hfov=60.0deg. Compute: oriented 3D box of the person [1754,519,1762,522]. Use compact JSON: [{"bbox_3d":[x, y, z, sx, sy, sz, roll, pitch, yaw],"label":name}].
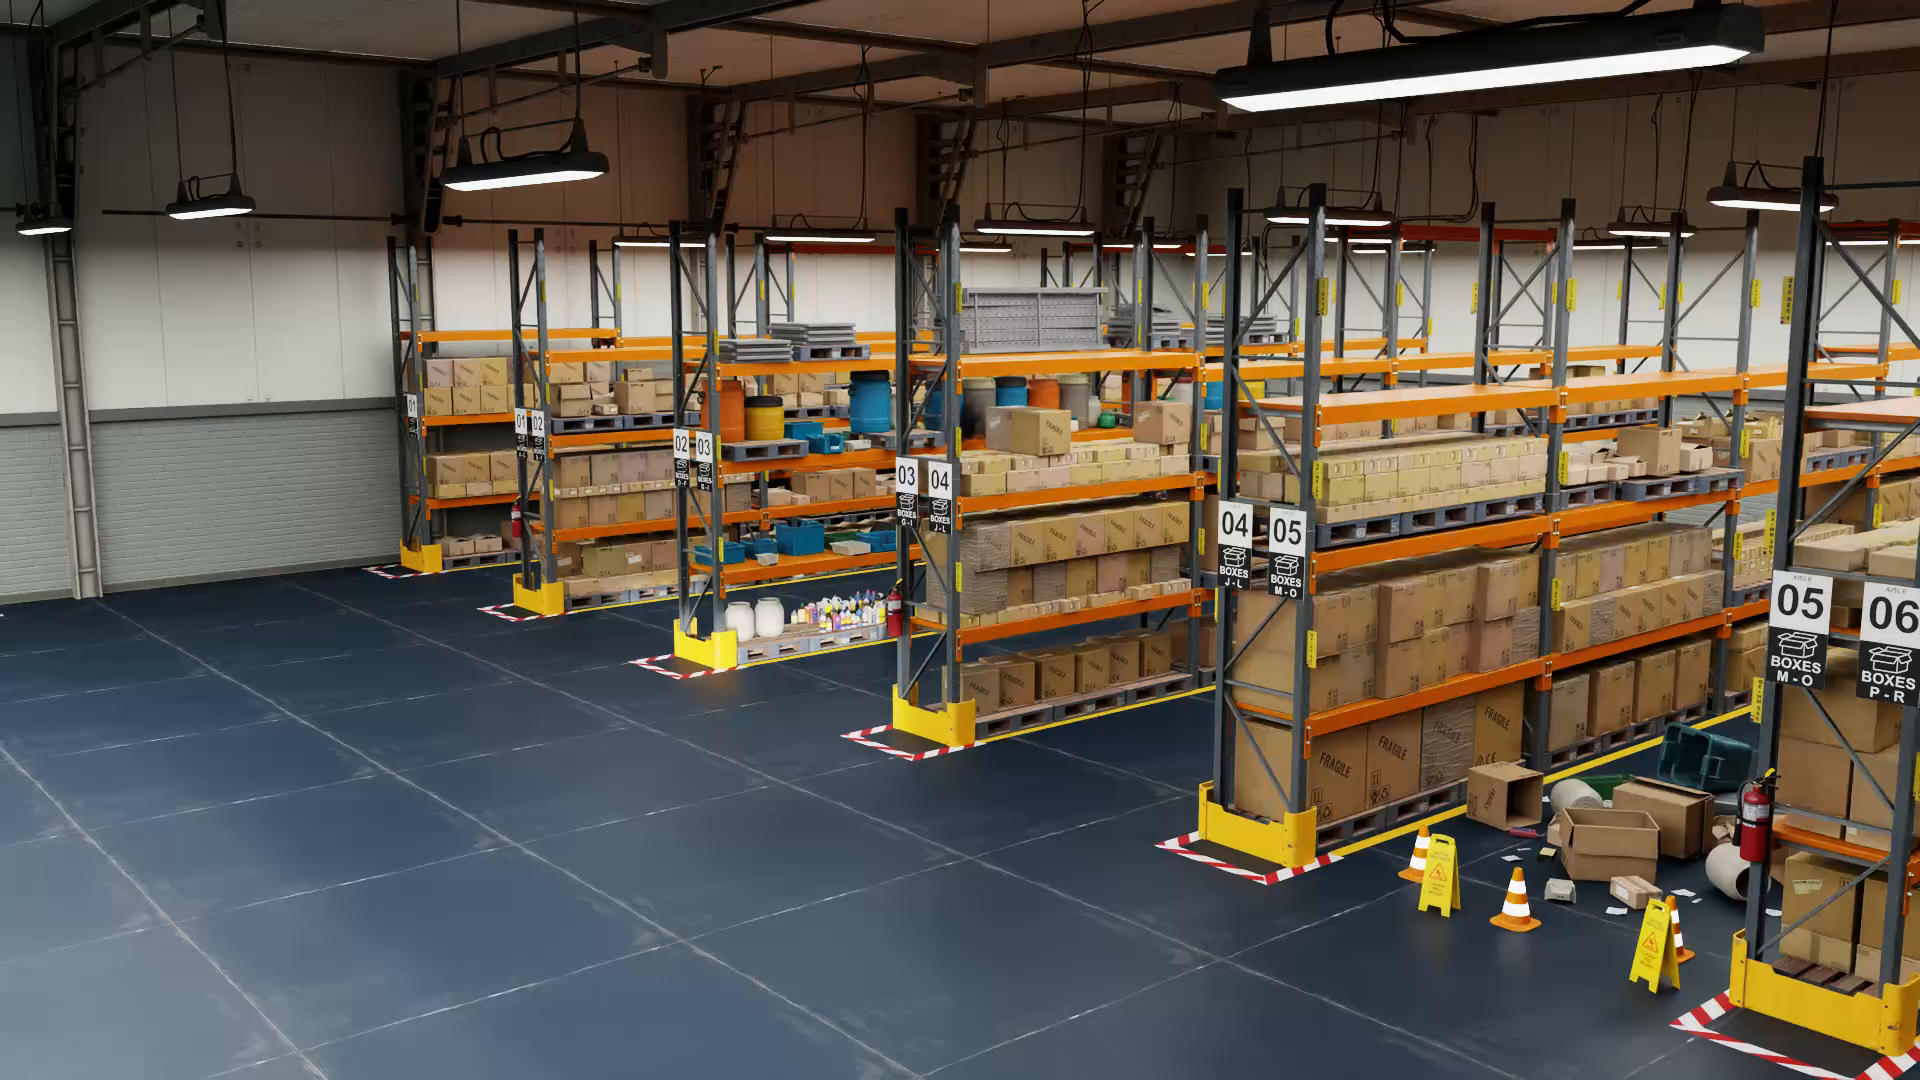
[{"bbox_3d":[12.474,0.453,25.733,0.749,1.622,0.566,-7,11,-37],"label":"person"}]
